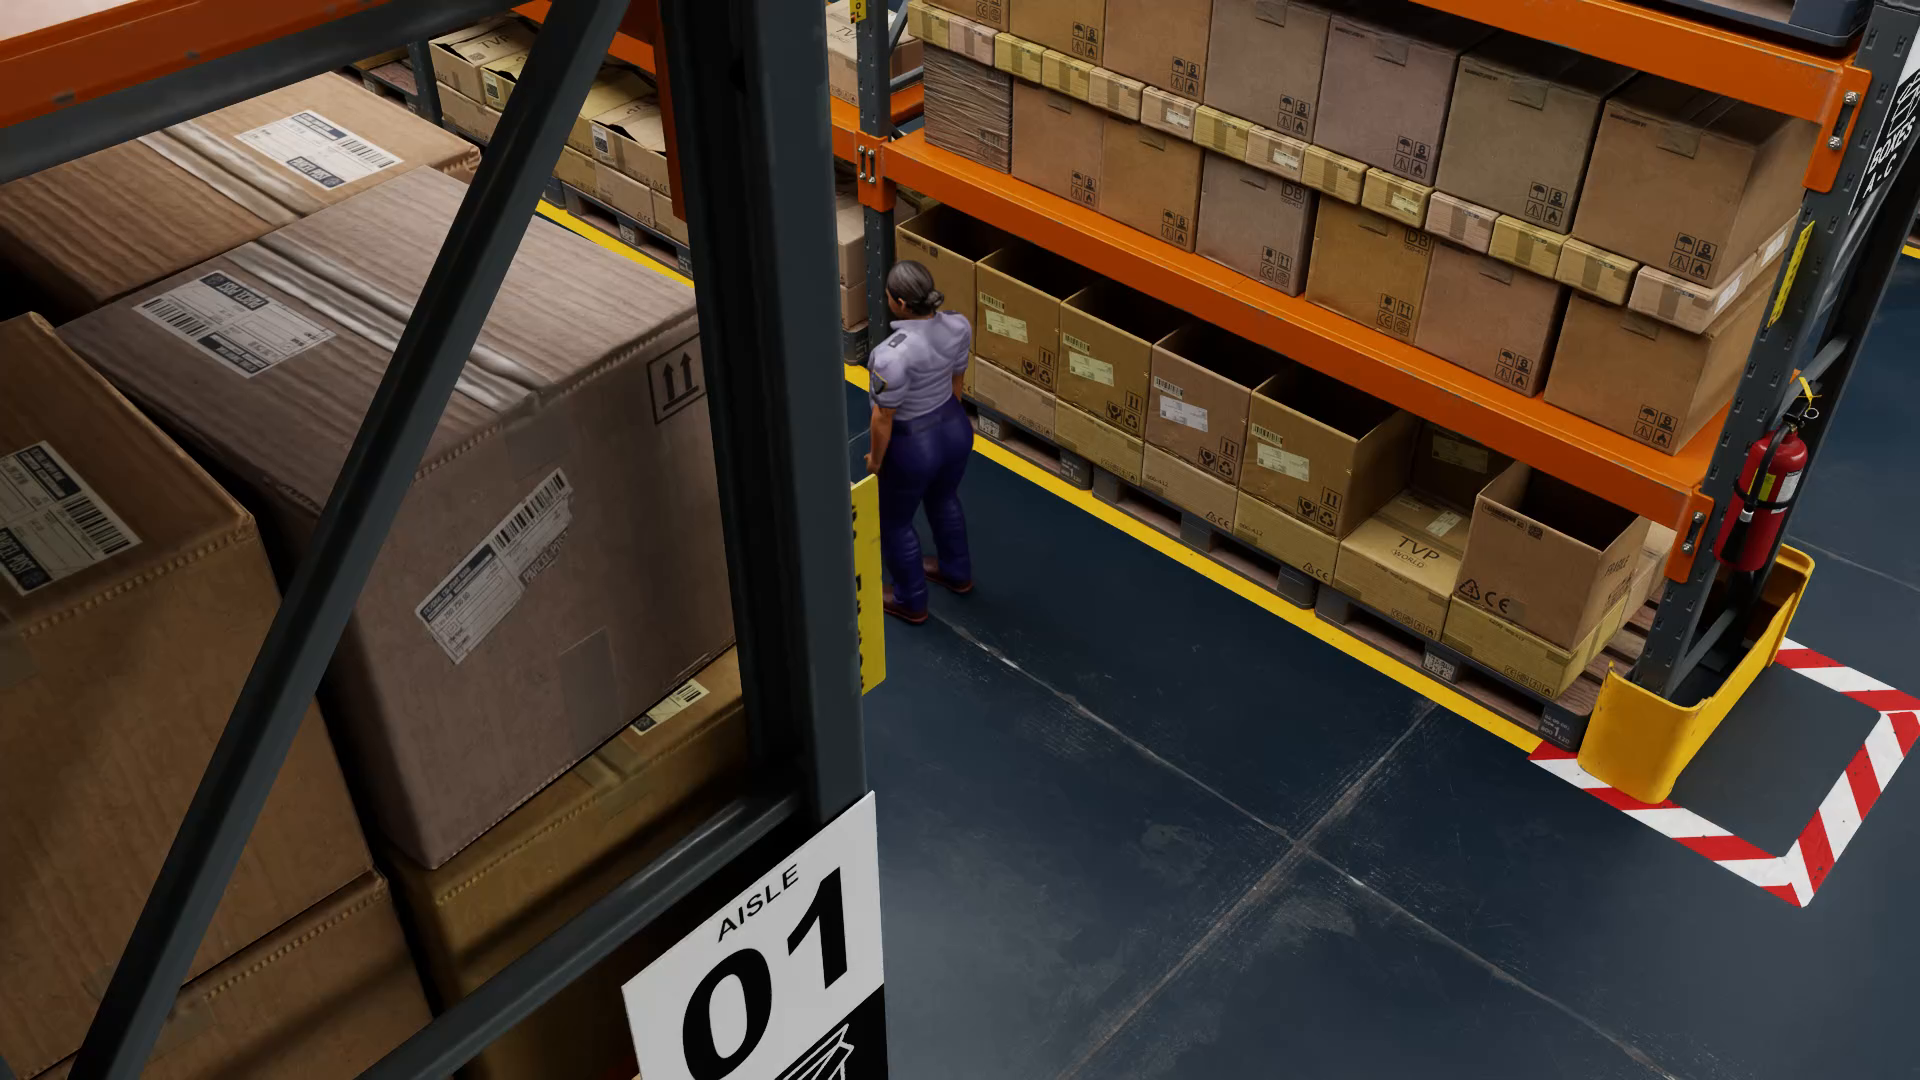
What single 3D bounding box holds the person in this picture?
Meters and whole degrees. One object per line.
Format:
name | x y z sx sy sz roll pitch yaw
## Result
person | -0.176 -0.373 6.649 0.341 1.615 0.472 32 49 33
